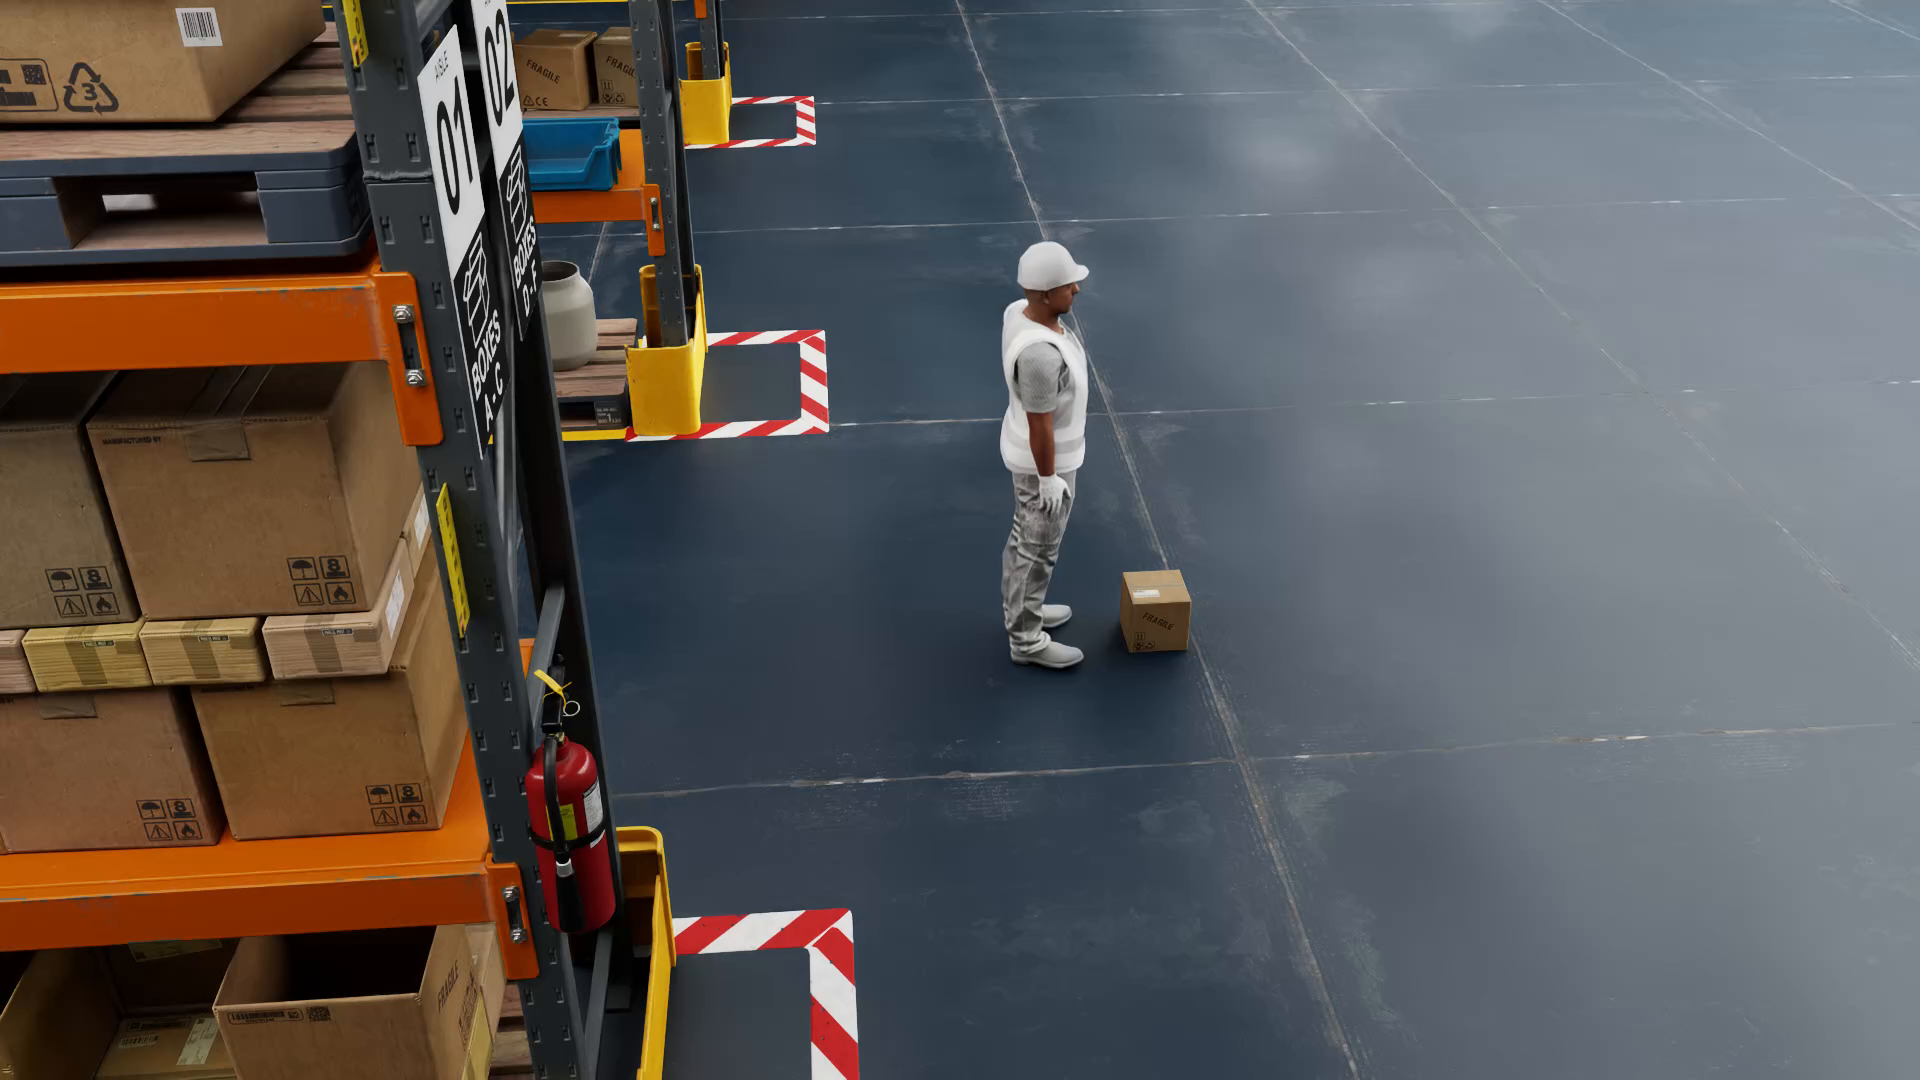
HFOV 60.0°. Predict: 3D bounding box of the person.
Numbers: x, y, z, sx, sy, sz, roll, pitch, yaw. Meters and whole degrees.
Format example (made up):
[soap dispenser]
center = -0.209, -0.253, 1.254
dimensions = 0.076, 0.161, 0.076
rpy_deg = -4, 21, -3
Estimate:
[person]
center = 0.333, -0.344, 6.677
dimensions = 0.347, 1.786, 0.550
rpy_deg = -1, 31, -2
